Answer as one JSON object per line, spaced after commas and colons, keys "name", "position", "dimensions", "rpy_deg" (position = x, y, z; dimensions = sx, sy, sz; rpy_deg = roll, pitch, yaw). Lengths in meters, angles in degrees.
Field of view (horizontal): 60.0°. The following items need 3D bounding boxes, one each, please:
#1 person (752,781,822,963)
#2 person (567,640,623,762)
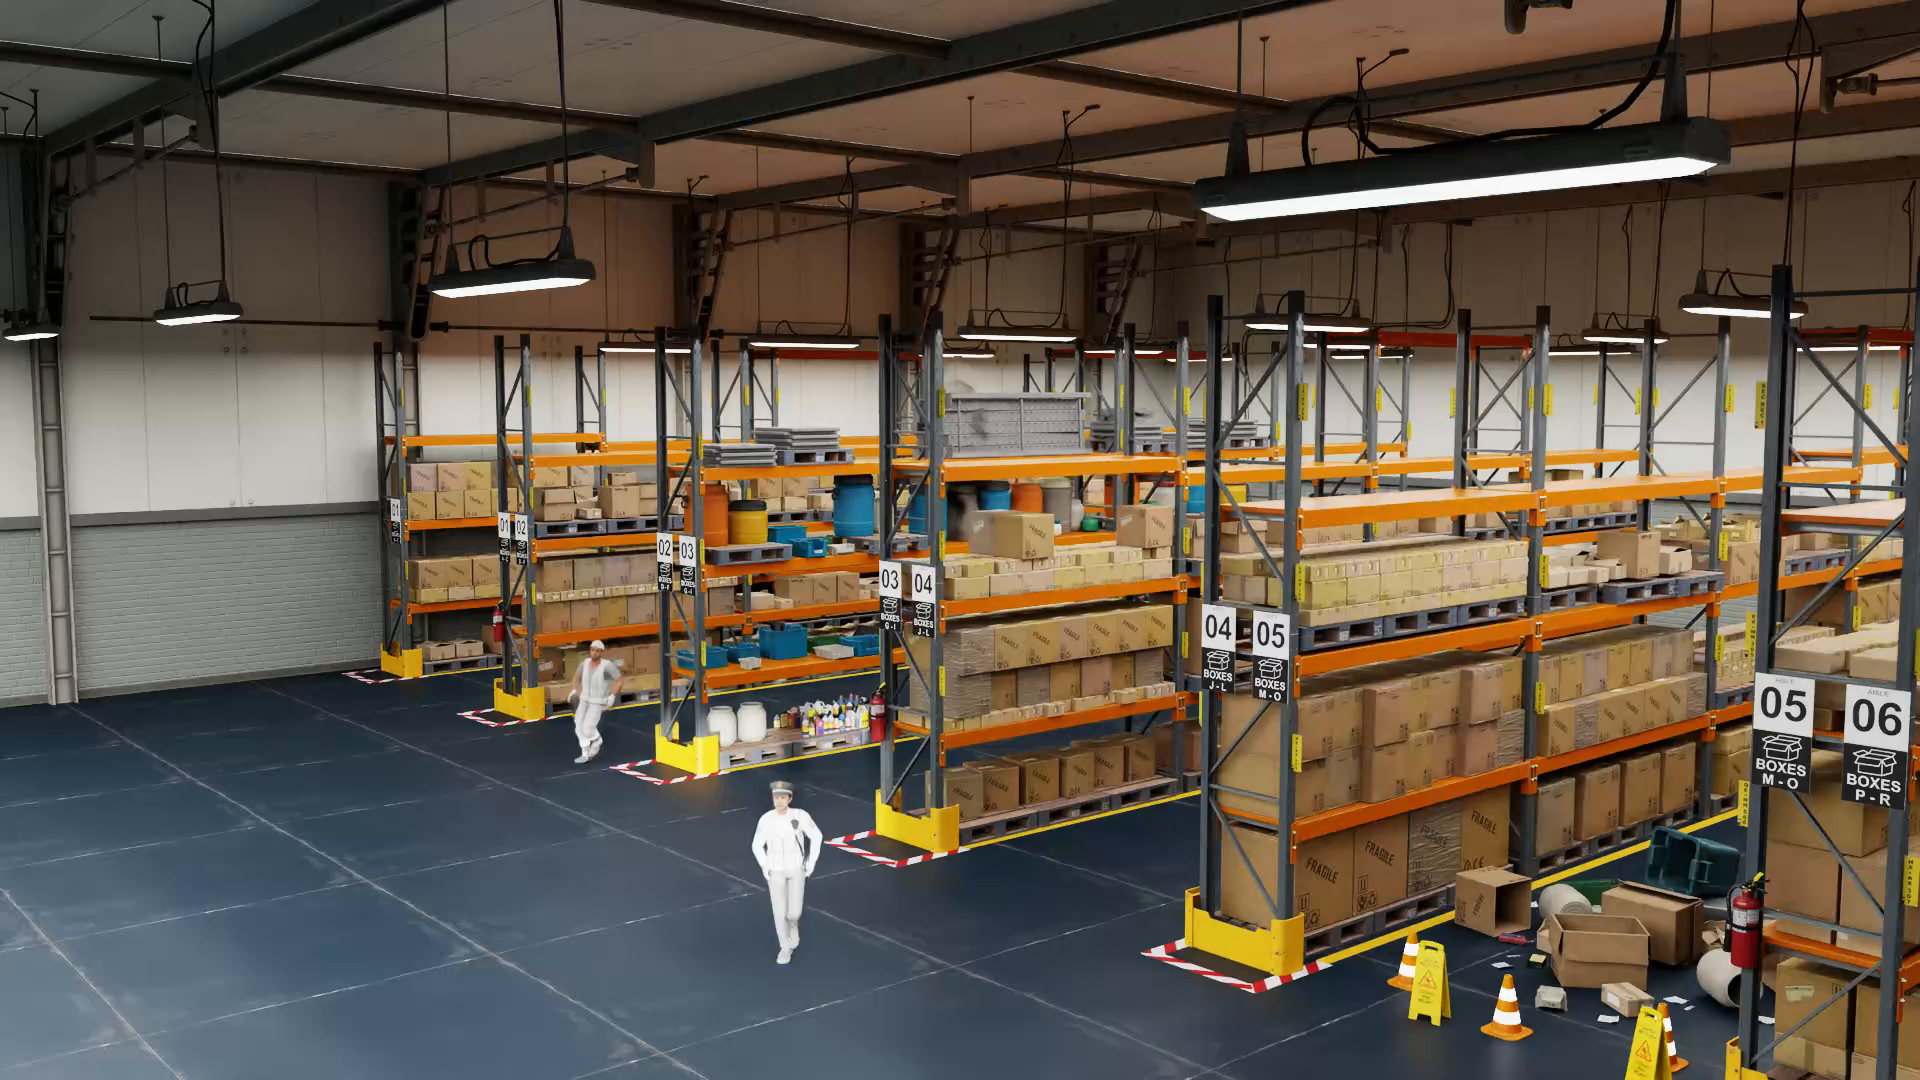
{"name": "person", "position": [-1.568, 2.984, 14.981], "dimensions": [0.626, 1.662, 0.488], "rpy_deg": [0, 5, 1]}
{"name": "person", "position": [-5.049, 2.231, 22.829], "dimensions": [0.716, 1.721, 0.503], "rpy_deg": [2, 6, 22]}
